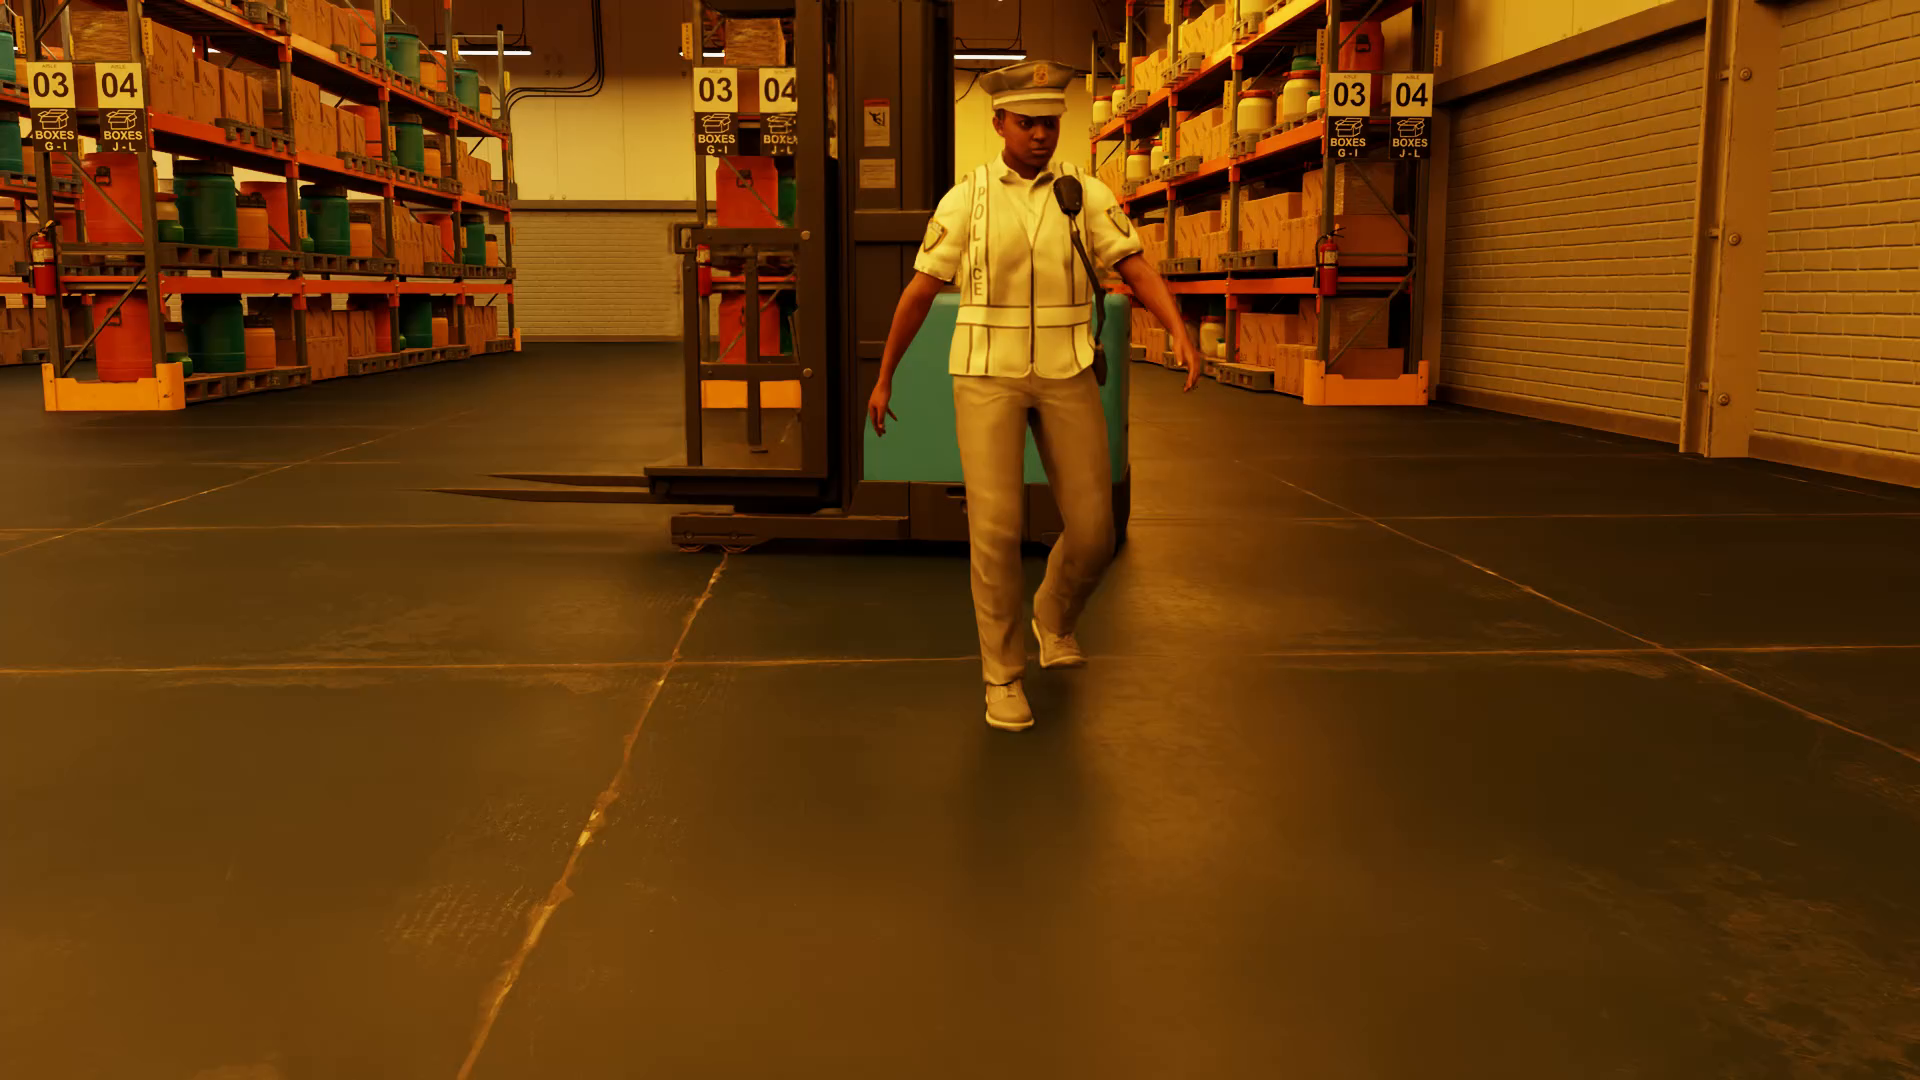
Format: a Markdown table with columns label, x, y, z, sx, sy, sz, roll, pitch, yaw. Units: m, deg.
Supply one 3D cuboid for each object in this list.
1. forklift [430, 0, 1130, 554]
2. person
| label | x | y | z | sx | sy | sz | roll | pitch | yaw |
| --- | --- | --- | --- | --- | --- | --- | --- | --- | --- |
| forklift | -0.778 | -1.469 | 7.222 | 3.031 | 2.935 | 1.130 | 1 | 9 | 7 |
| person | 0.165 | -0.375 | 4.277 | 0.779 | 1.646 | 0.648 | -1 | 9 | -8 |
